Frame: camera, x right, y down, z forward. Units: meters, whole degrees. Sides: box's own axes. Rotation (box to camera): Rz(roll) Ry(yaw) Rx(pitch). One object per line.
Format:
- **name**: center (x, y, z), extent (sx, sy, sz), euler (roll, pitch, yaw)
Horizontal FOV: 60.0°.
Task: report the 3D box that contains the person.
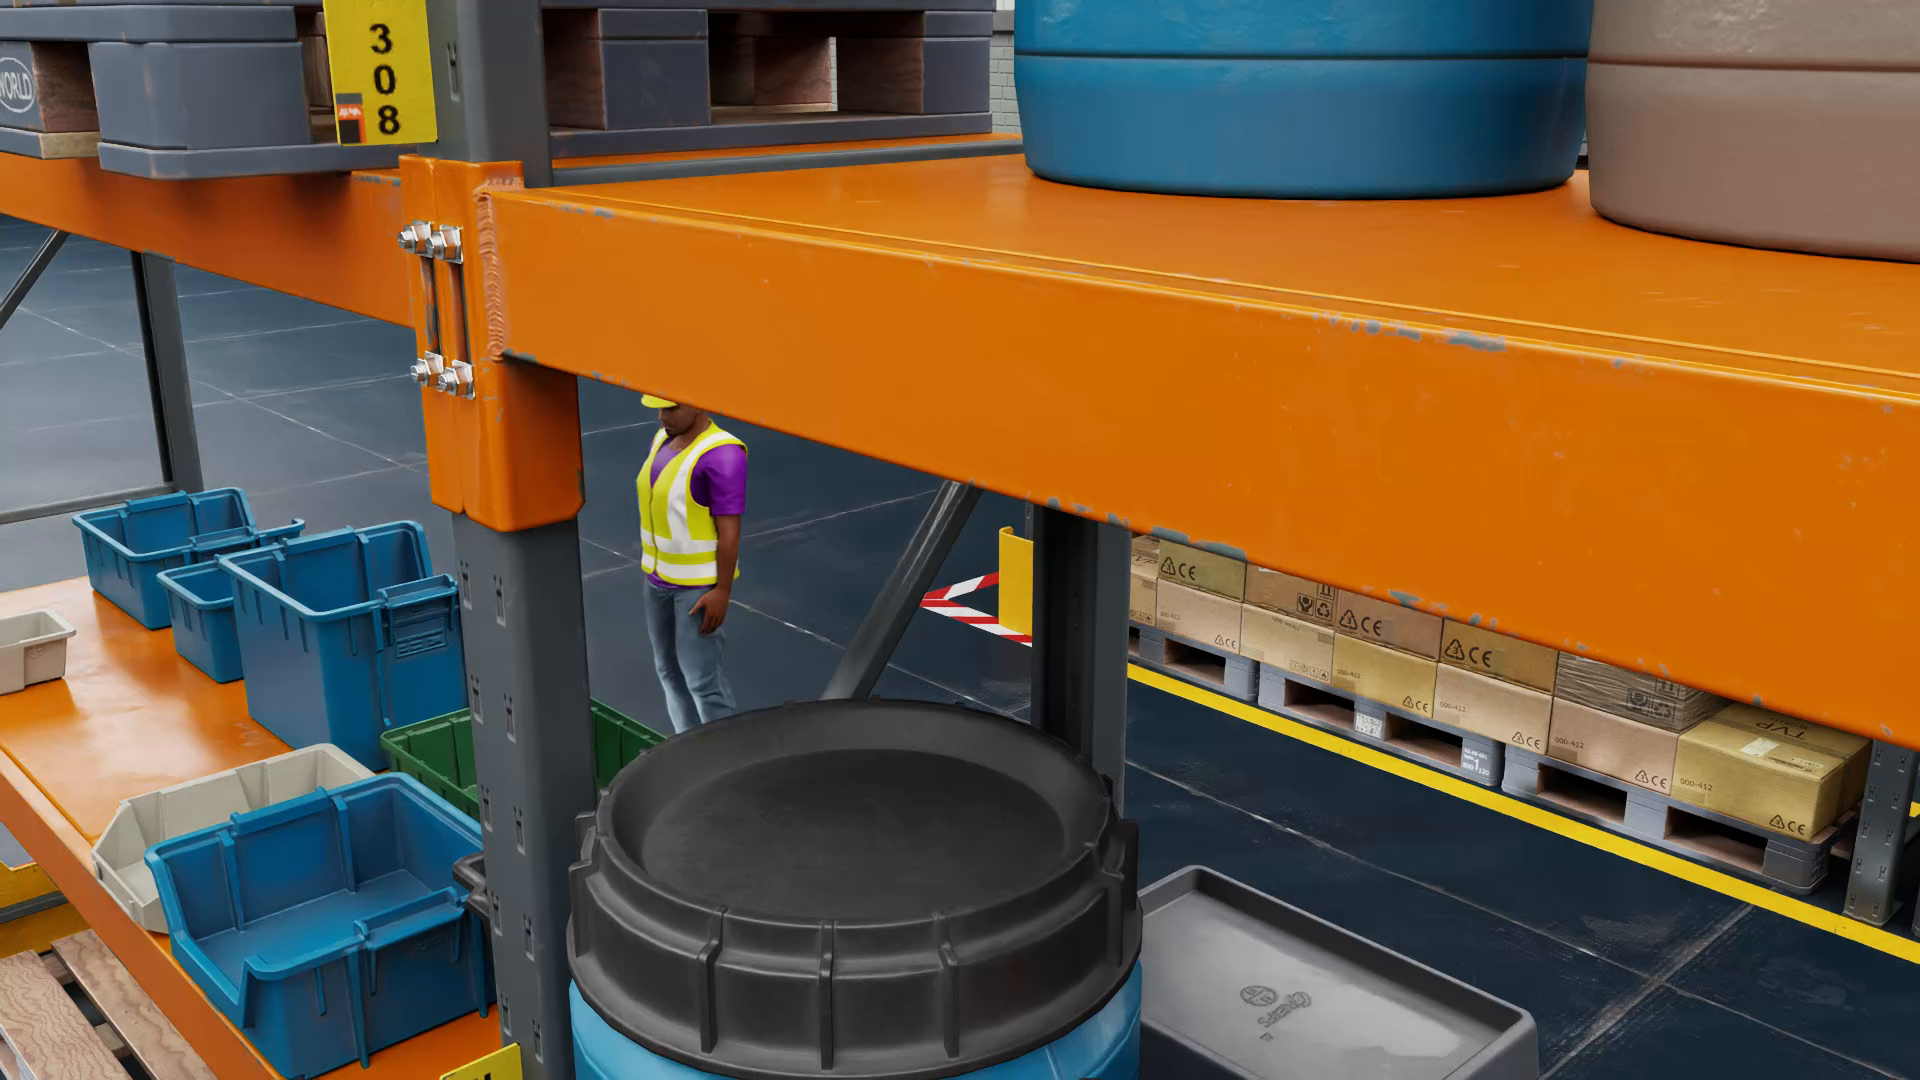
- **person**: center (-1.055, 0.146, 6.539), extent (0.363, 1.762, 0.566), euler (-15, 23, -40)
